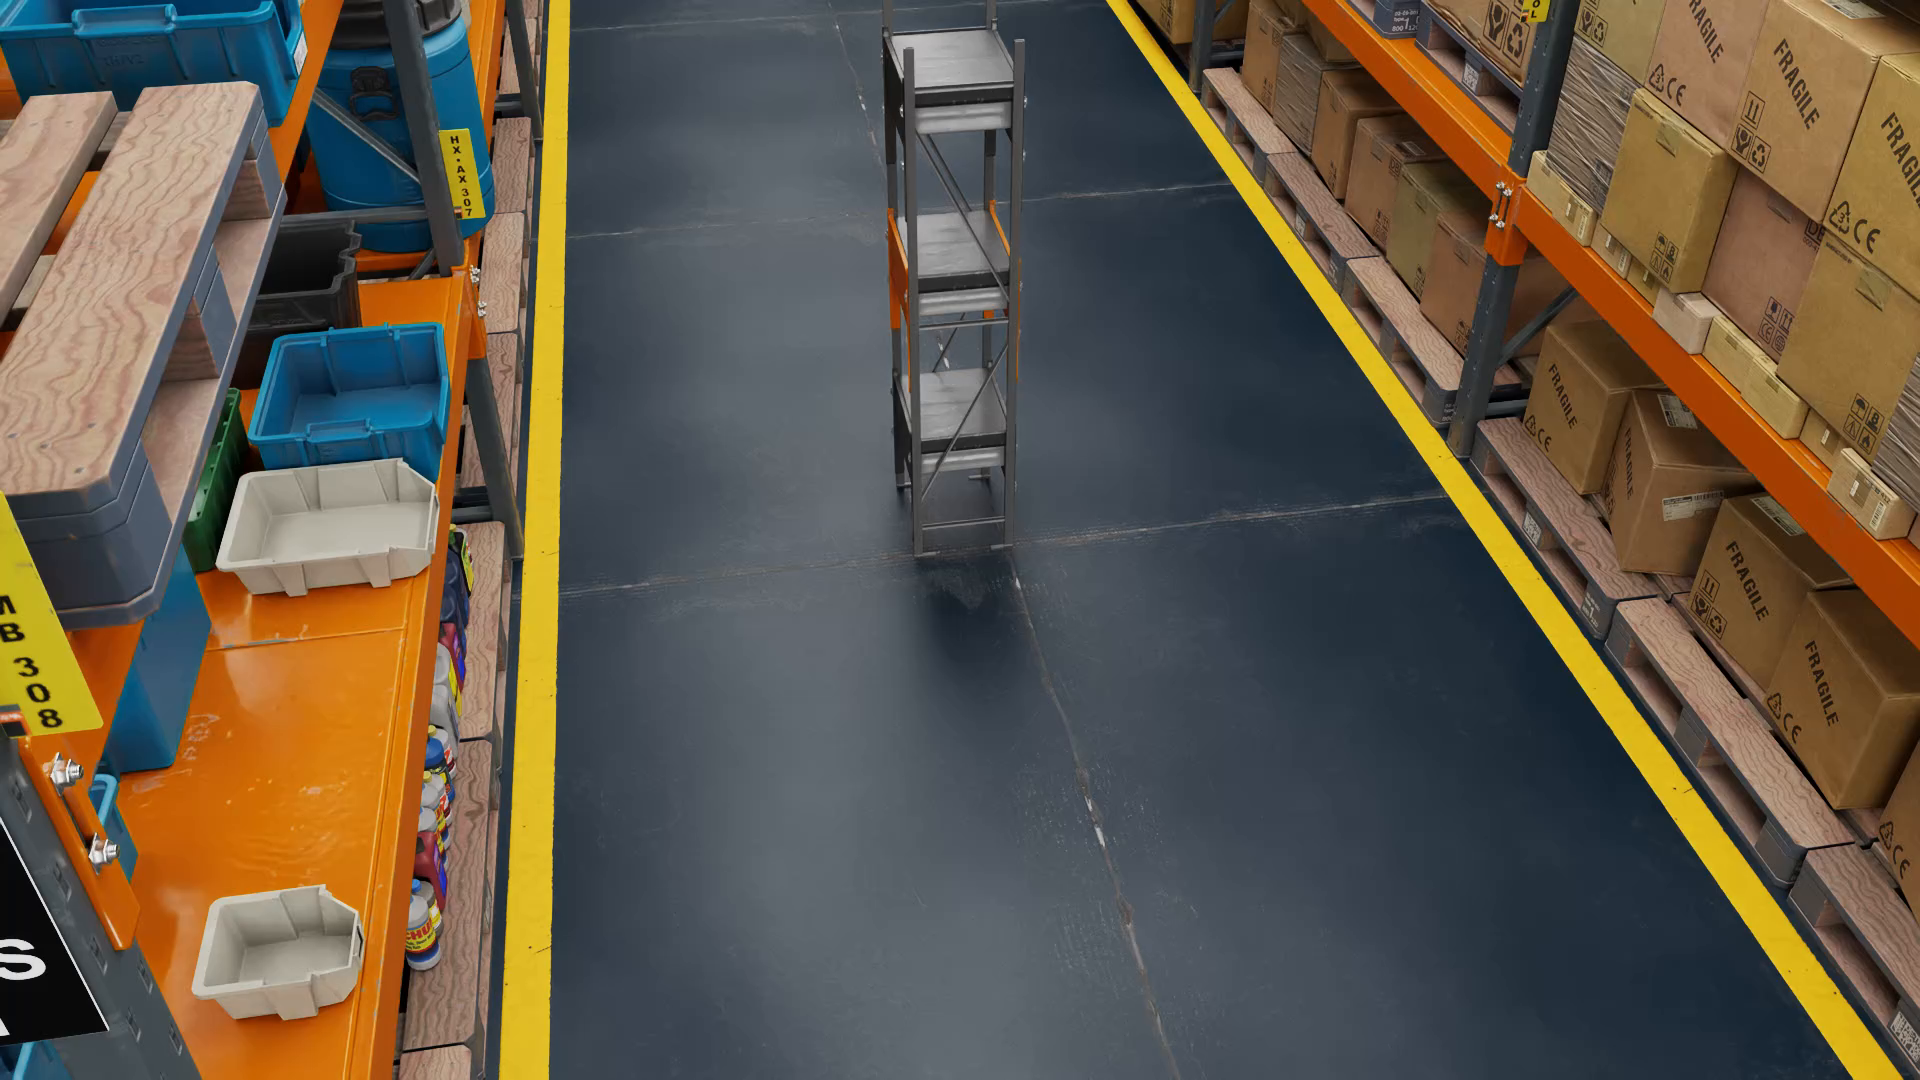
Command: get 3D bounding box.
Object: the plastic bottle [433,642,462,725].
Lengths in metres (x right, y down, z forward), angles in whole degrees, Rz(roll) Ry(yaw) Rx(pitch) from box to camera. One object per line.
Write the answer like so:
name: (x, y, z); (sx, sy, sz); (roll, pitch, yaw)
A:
plastic bottle: (-1.759, 0.454, 5.521); (0.144, 0.351, 0.185); (-6, 38, -8)

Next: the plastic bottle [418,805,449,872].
plastic bottle: (-1.615, 0.897, 5.016); (0.097, 0.271, 0.097); (0, 38, 0)

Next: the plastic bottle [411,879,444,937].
plastic bottle: (-1.573, 1.069, 4.851); (0.097, 0.201, 0.097); (0, 38, 0)

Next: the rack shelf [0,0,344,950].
rack shelf: (-1.895, -0.780, 3.450); (1.077, 0.370, 4.000); (-6, 38, -8)

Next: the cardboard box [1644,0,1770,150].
cardboard box: (2.548, -1.571, 5.188); (0.500, 0.500, 0.500); (-6, 38, -8)

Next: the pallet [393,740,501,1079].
pallet: (-1.952, 1.163, 5.081); (1.003, 0.211, 1.213); (-6, 38, -8)

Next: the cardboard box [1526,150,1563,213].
cardboard box: (2.372, -1.358, 6.258); (0.380, 0.149, 0.250); (-6, 38, -8)

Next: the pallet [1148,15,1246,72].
pallet: (1.865, -3.419, 10.979); (1.003, 0.211, 1.213); (-6, 38, -8)

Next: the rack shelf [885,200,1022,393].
rack shelf: (-0.029, -0.918, 6.243); (0.431, 0.518, 0.480); (-6, 38, -8)

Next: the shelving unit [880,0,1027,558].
shelving unit: (-0.029, -0.929, 6.235); (0.431, 2.100, 0.503); (-6, 38, -8)

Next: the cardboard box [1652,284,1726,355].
cardboard box: (2.531, -0.753, 5.478); (0.380, 0.149, 0.250); (-6, 38, -8)

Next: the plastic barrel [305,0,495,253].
plastic barrel: (-2.015, -1.551, 5.893); (0.600, 0.901, 0.708); (-6, 38, -8)

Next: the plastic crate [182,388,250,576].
plastic crate: (-2.285, -0.153, 4.675); (0.450, 0.188, 0.662); (-6, 38, -8)

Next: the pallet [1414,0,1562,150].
pallet: (2.640, -2.021, 7.063); (1.003, 0.211, 1.213); (-6, 38, -8)

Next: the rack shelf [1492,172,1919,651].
rack shelf: (2.981, -0.128, 5.056); (1.077, 0.370, 4.000); (-6, 38, -8)

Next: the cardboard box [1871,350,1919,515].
cardboard box: (3.012, -0.292, 4.356); (0.875, 0.500, 0.500); (-6, 38, -8)

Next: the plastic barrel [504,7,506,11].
plastic barrel: (-3.247, -3.692, 10.681); (0.600, 0.588, 0.708); (-6, 38, -8)

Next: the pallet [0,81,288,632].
pallet: (-1.593, -0.291, 2.389); (1.003, 0.211, 1.213); (-6, 38, -8)

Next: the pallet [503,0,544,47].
pallet: (-3.337, -3.609, 11.223); (1.003, 0.211, 1.213); (-6, 38, -8)

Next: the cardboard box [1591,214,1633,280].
cardboard box: (2.474, -1.058, 5.872); (0.380, 0.149, 0.250); (-6, 38, -8)

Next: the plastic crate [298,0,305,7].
plastic crate: (-1.566, -1.241, 3.673); (0.243, 0.136, 0.396); (-6, 38, -8)

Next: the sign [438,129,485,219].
sign: (-1.702, -1.249, 5.687); (0.100, 0.325, 0.005); (-6, 38, -8)

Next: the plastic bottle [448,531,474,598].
plastic bottle: (-1.836, 0.067, 6.074); (0.061, 0.283, 0.133); (-4, 38, -6)

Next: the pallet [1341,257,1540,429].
pallet: (2.493, -0.989, 7.851); (1.003, 0.211, 1.213); (-6, 38, -8)

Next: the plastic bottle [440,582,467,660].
plastic bottle: (-1.815, 0.259, 5.772); (0.144, 0.351, 0.185); (-8, 39, -10)

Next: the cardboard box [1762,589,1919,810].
cardboard box: (3.009, 0.501, 5.355); (0.500, 0.500, 0.500); (-3, 38, -4)

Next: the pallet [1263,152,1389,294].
pallet: (2.276, -1.727, 8.801); (1.003, 0.211, 1.213); (-6, 38, -8)

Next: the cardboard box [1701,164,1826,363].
cardboard box: (2.889, -0.901, 5.141); (0.875, 0.500, 0.500); (-6, 38, -8)

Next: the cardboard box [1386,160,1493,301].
cardboard box: (2.479, -1.470, 7.876); (0.700, 0.500, 0.500); (-6, 38, -8)

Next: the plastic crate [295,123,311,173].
plastic crate: (-2.745, -1.714, 6.524); (0.392, 0.384, 0.575); (-6, 38, -8)

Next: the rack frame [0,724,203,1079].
rack frame: (-1.541, 1.329, 2.595); (0.949, 2.616, 0.053); (-6, 38, -8)

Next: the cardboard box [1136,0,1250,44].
cardboard box: (1.829, -3.782, 10.562); (1.225, 0.875, 0.875); (-8, 39, -10)

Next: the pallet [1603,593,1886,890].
pallet: (3.001, 0.622, 5.778); (1.003, 0.211, 1.213); (-6, 38, -8)

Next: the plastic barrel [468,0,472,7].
plastic barrel: (-2.482, -2.694, 7.682); (0.421, 0.512, 0.421); (0, 38, 0)

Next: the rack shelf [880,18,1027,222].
rack shelf: (-0.029, -1.471, 5.813); (0.431, 0.518, 0.480); (-6, 38, -8)

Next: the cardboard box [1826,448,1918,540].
cardboard box: (2.712, -0.149, 4.702); (0.380, 0.149, 0.250); (-6, 38, -8)

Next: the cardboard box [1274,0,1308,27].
cardboard box: (2.076, -3.117, 9.385); (0.500, 0.250, 0.500); (-5, 38, -6)

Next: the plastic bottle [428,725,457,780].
plastic bottle: (-1.686, 0.680, 5.352); (0.097, 0.201, 0.097); (0, 38, 0)

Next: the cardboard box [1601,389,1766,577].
cardboard box: (2.769, -0.207, 6.267); (0.500, 0.500, 0.500); (5, 38, 7)

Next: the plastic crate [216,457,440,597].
plastic crate: (-1.711, -0.029, 4.558); (0.530, 0.136, 0.437); (-6, 38, -8)

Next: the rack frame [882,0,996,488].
rack frame: (-0.072, -1.077, 6.424); (0.400, 2.100, 0.015); (-6, 38, -8)

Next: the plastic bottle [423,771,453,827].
plastic bottle: (-1.650, 0.804, 5.192); (0.097, 0.201, 0.097); (0, 38, 0)

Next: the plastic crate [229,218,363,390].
plastic crate: (-2.279, -0.733, 5.299); (0.767, 0.338, 0.504); (-6, 38, -8)

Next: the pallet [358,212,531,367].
pallet: (-2.639, -1.194, 8.115); (1.003, 0.211, 1.213); (-6, 38, -8)

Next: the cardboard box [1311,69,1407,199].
cardboard box: (2.283, -2.145, 8.744); (0.700, 0.500, 0.500); (-3, 38, -4)

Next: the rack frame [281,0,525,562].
rack frame: (-2.246, -1.087, 5.704); (1.000, 3.000, 0.127); (-6, 38, -8)

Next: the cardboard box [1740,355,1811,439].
cardboard box: (2.648, -0.454, 5.094); (0.380, 0.149, 0.250); (-6, 38, -8)

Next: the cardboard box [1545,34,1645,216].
cardboard box: (2.649, -1.498, 5.910); (0.875, 0.500, 0.500); (-6, 38, -8)

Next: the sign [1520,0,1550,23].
sign: (2.085, -2.015, 5.955); (0.100, 0.325, 0.005); (-6, 38, -8)

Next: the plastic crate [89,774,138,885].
plastic crate: (-2.035, 0.725, 3.493); (0.499, 0.251, 0.408); (-6, 38, -8)

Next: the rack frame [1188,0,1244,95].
rack frame: (1.929, -4.036, 9.500); (1.000, 3.000, 0.127); (-6, 38, -8)

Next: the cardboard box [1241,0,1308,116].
cardboard box: (2.067, -2.820, 9.614); (0.700, 0.500, 0.500); (-8, 39, -10)

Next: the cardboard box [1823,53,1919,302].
cardboard box: (2.734, -0.968, 4.412); (0.500, 0.500, 0.500); (-6, 38, -8)
